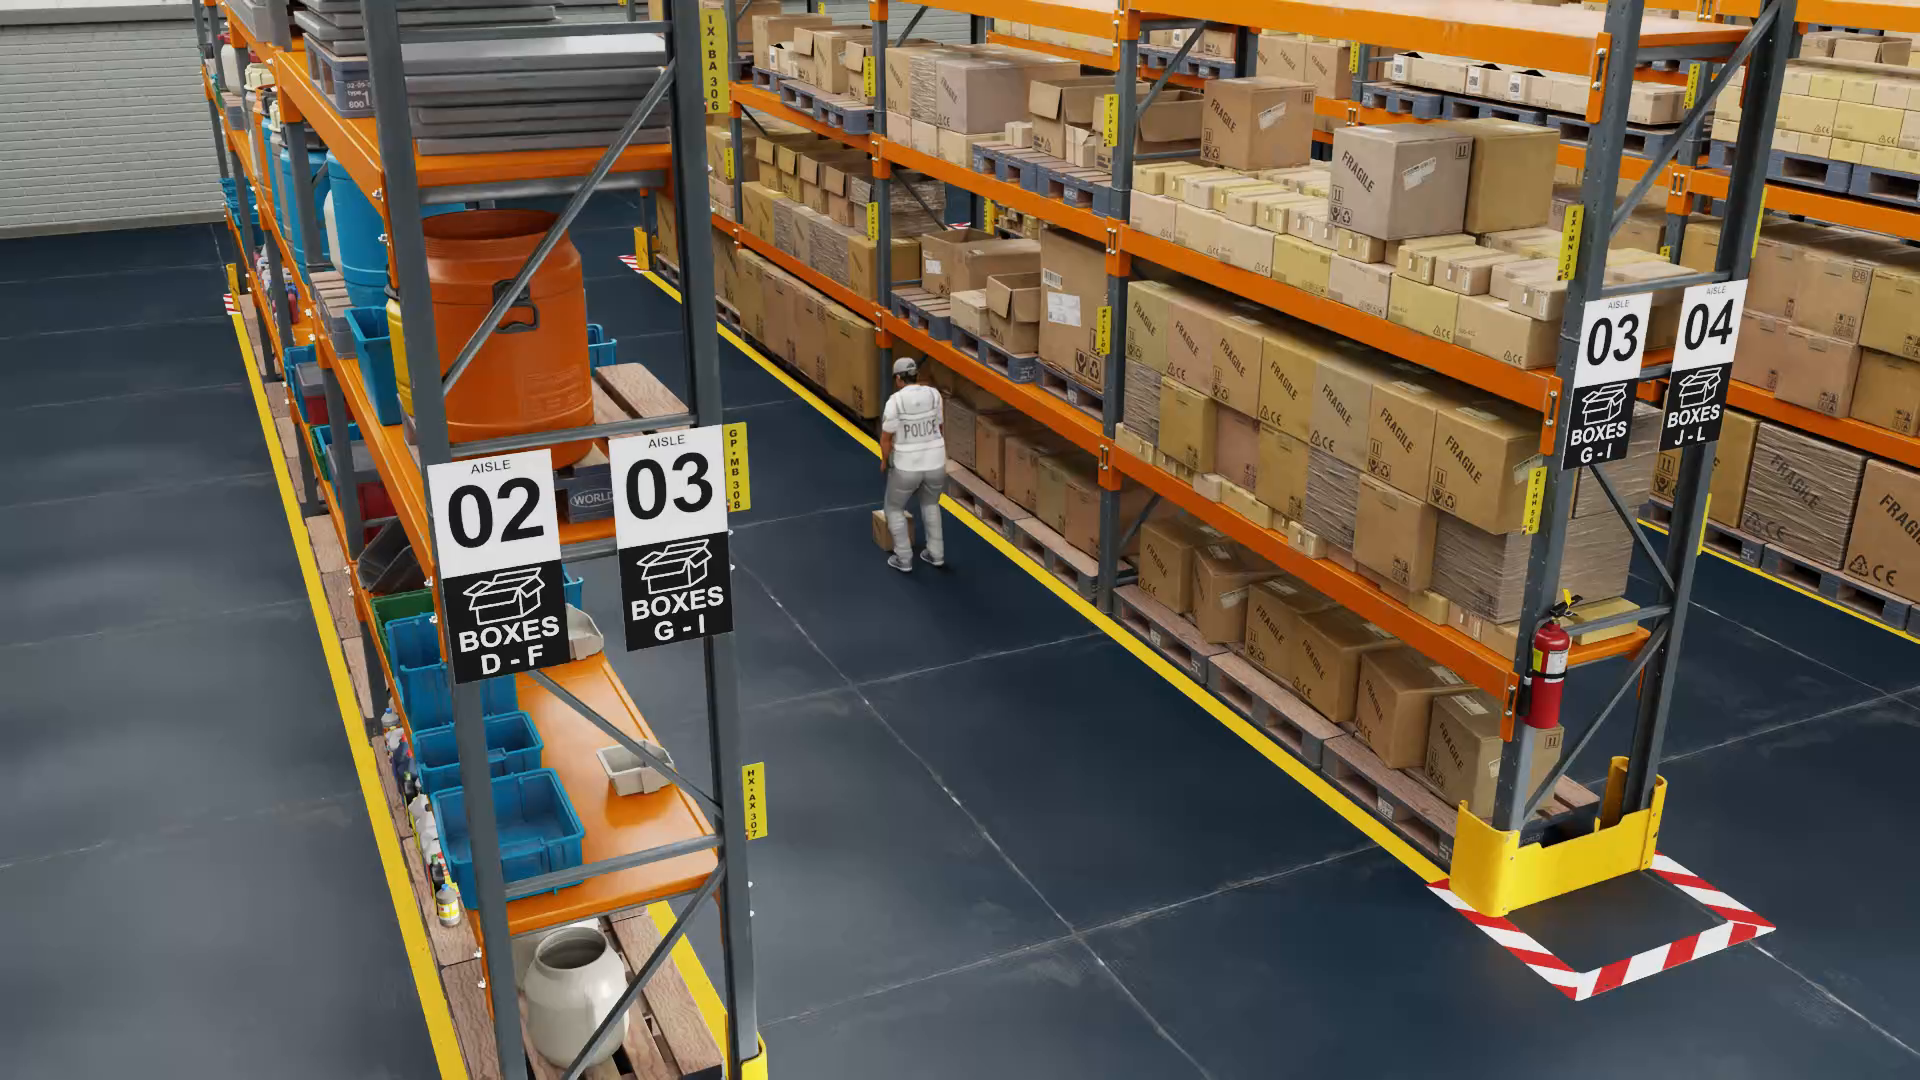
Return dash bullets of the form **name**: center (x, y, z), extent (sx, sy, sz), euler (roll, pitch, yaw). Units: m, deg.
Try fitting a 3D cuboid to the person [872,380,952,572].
- **person**: center (-0.382, -0.469, 12.496), extent (0.533, 1.406, 0.710), euler (-10, 24, -23)
